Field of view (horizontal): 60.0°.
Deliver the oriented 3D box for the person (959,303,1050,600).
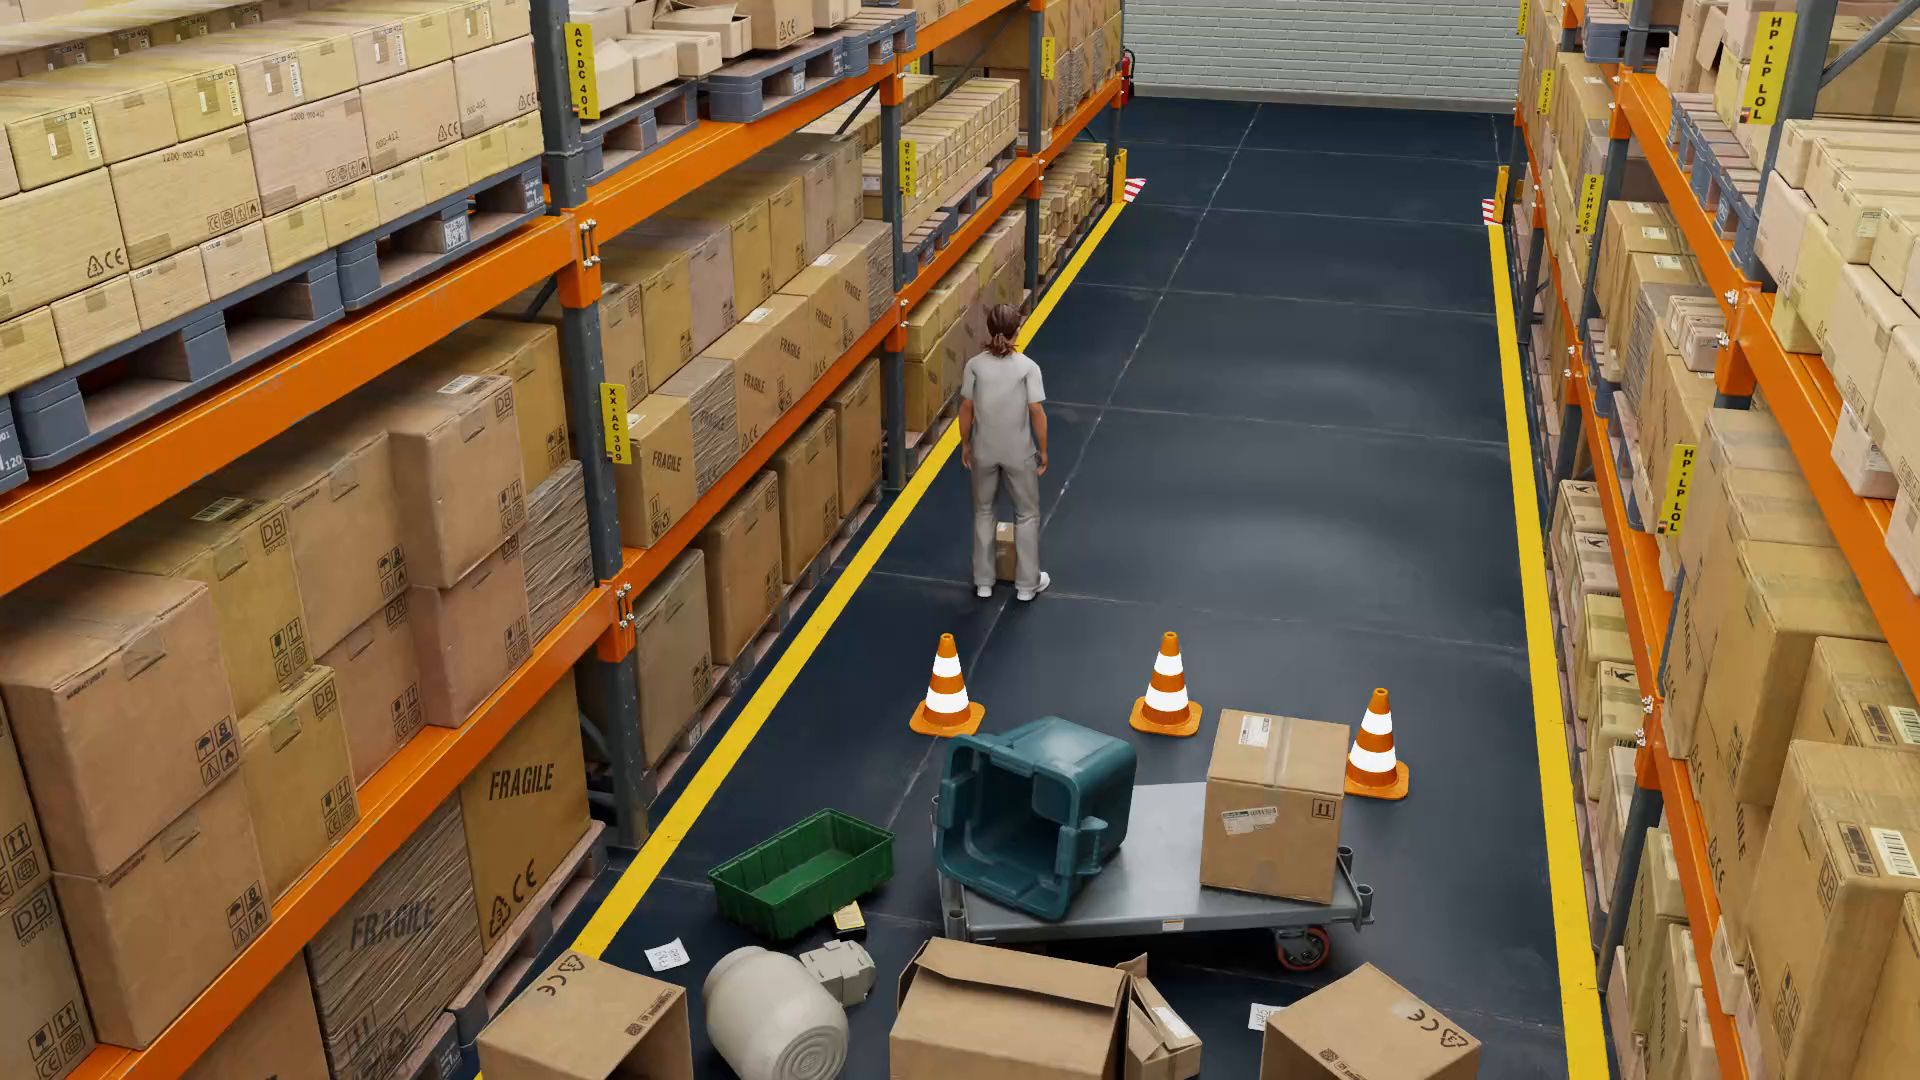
[{"bbox_3d":[0.242,-0.472,9.104,0.496,1.673,0.355,6,26,12],"label":"person"}]
